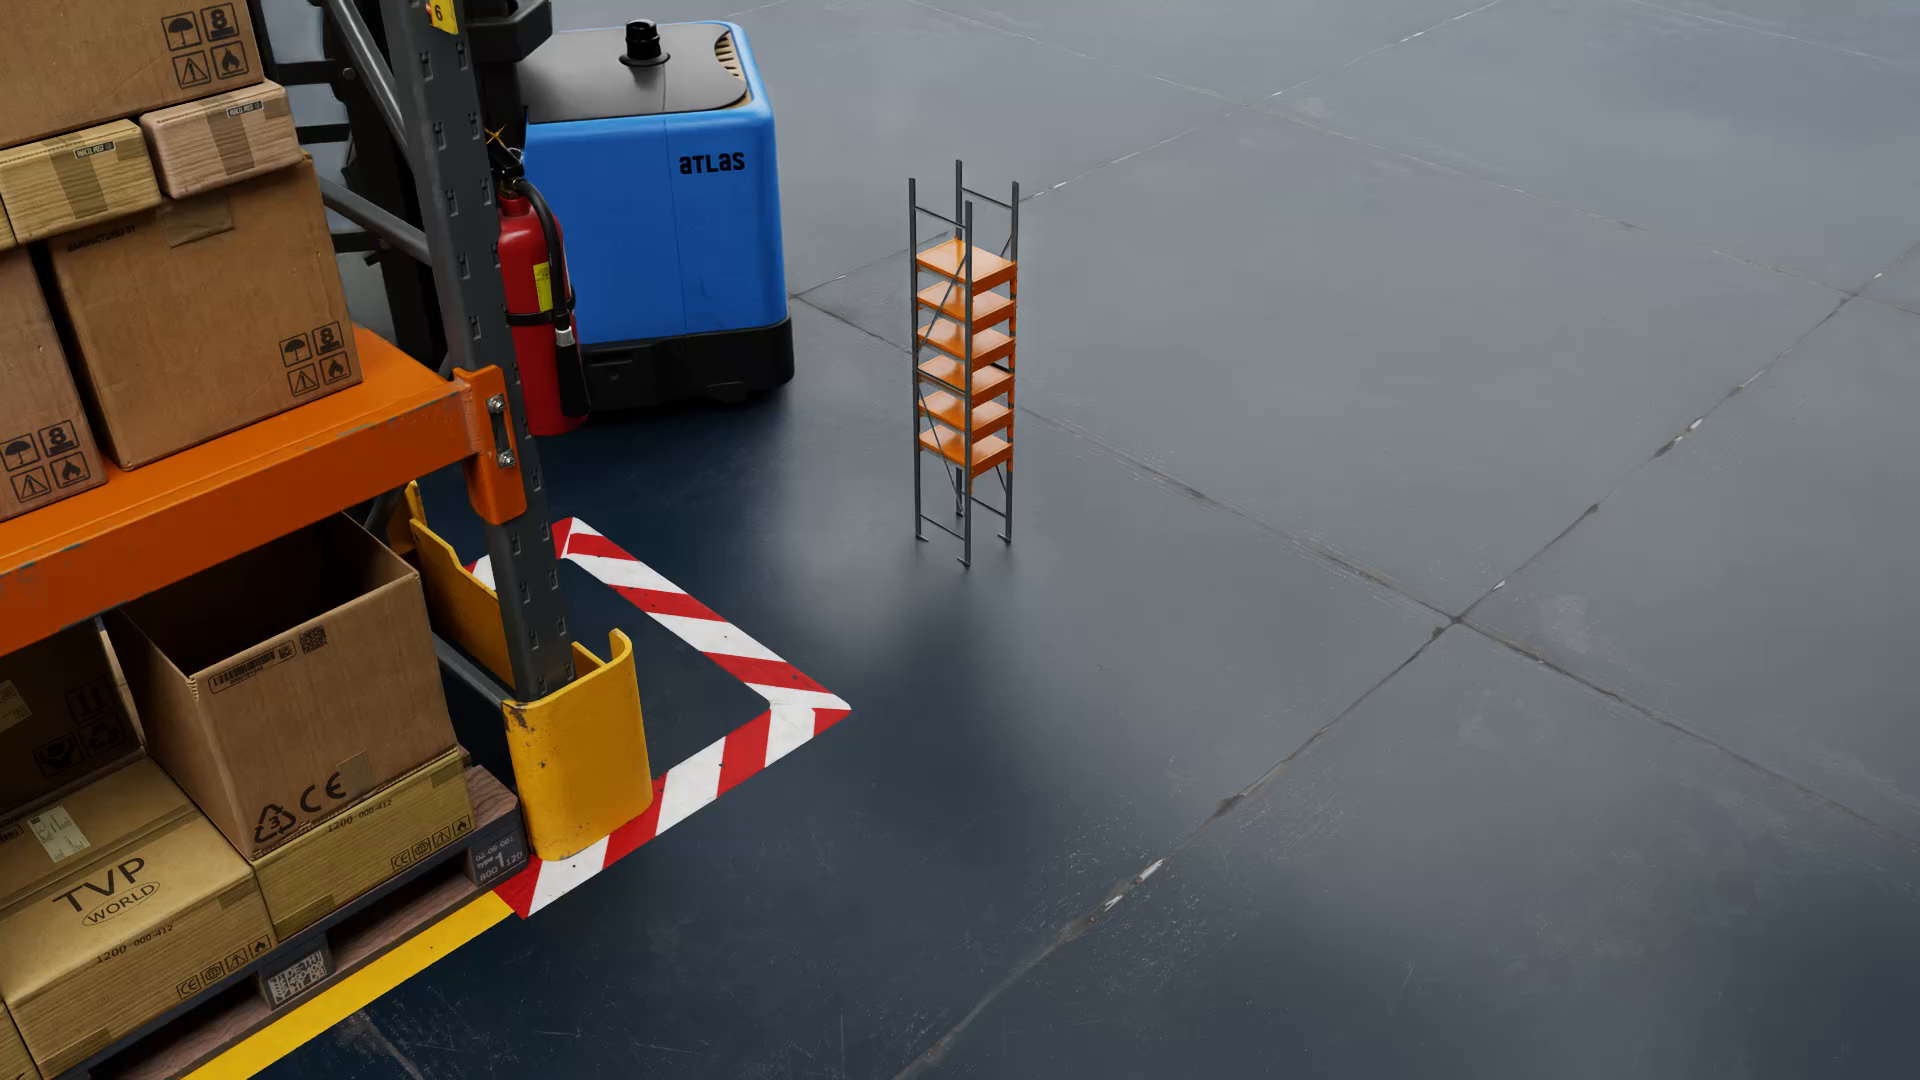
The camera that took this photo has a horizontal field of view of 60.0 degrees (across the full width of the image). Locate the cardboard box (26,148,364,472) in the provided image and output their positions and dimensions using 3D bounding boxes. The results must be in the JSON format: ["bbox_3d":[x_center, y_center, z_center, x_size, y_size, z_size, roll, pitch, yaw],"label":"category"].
[{"bbox_3d":[-1.654,-0.572,3.361,0.700,0.500,0.500,30,45,35],"label":"cardboard box"}]

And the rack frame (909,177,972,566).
[{"bbox_3d":[-0.054,-0.461,4.862,0.240,1.200,0.006,30,45,35],"label":"rack frame"}]

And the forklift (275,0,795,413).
[{"bbox_3d":[-2.166,-1.801,5.271,3.031,2.935,1.130,-7,36,-10],"label":"forklift"}]

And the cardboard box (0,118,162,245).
[{"bbox_3d":[-1.634,-0.684,2.954,0.250,0.149,0.380,-29,44,-35],"label":"cardboard box"}]

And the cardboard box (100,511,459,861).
[{"bbox_3d":[-1.483,0.270,3.621,0.500,0.500,0.500,30,45,35],"label":"cardboard box"}]

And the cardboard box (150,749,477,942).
[{"bbox_3d":[-1.485,0.577,3.837,0.500,0.250,0.500,30,45,35],"label":"cardboard box"}]

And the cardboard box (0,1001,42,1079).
[{"bbox_3d":[-2.179,0.988,3.247,0.500,0.250,0.500,30,45,35],"label":"cardboard box"}]

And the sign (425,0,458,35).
[{"bbox_3d":[-0.941,-1.063,2.933,0.100,0.325,0.005,30,45,35],"label":"sign"}]

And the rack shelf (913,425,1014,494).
[{"bbox_3d":[0.010,-0.265,5.078,0.258,0.103,0.180,30,45,35],"label":"rack shelf"}]

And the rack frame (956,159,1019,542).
[{"bbox_3d":[0.075,-0.535,4.968,0.240,1.200,0.006,30,45,35],"label":"rack frame"}]

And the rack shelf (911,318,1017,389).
[{"bbox_3d":[0.010,-0.560,4.872,0.258,0.103,0.180,30,45,35],"label":"rack shelf"}]

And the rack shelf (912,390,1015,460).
[{"bbox_3d":[0.010,-0.363,5.009,0.258,0.103,0.180,30,45,35],"label":"rack shelf"}]

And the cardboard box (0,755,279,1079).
[{"bbox_3d":[-1.828,0.785,3.539,0.500,0.250,0.500,30,45,35],"label":"cardboard box"}]

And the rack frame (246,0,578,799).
[{"bbox_3d":[-1.317,-0.715,3.654,1.000,3.000,0.127,30,45,35],"label":"rack frame"}]

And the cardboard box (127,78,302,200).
[{"bbox_3d":[-1.450,-0.791,3.107,0.380,0.149,0.250,29,44,35],"label":"cardboard box"}]

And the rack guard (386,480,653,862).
[{"bbox_3d":[-1.300,0.300,4.383,1.175,0.500,0.348,30,45,35],"label":"rack guard"}]

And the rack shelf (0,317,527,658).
[{"bbox_3d":[-2.726,0.391,2.695,1.077,0.370,4.000,30,45,35],"label":"rack shelf"}]

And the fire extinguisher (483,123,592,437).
[{"bbox_3d":[-0.904,-0.545,3.476,0.296,0.674,0.183,30,45,35],"label":"fire extinguisher"}]

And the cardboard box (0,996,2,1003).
[{"bbox_3d":[-2.177,0.682,3.031,0.500,0.500,0.500,30,45,35],"label":"cardboard box"}]

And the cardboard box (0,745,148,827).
[{"bbox_3d":[-2.202,0.573,3.843,0.500,0.250,0.500,30,45,35],"label":"cardboard box"}]

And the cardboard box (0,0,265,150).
[{"bbox_3d":[-1.692,-1.083,2.959,0.500,0.500,0.700,-30,45,-35],"label":"cardboard box"}]

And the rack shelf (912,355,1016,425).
[{"bbox_3d":[0.010,-0.462,4.941,0.258,0.103,0.180,30,45,35],"label":"rack shelf"}]

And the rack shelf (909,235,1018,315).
[{"bbox_3d":[0.010,-0.757,4.735,0.258,0.103,0.180,30,45,35],"label":"rack shelf"}]

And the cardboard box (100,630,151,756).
[{"bbox_3d":[-1.852,0.368,4.137,0.500,0.250,0.500,30,45,35],"label":"cardboard box"}]

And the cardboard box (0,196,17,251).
[{"bbox_3d":[-1.814,-0.580,2.805,0.380,0.149,0.250,29,44,35],"label":"cardboard box"}]

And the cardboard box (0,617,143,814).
[{"bbox_3d":[-2.203,0.264,3.630,0.500,0.500,0.500,30,45,35],"label":"cardboard box"}]

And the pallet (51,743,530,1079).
[{"bbox_3d":[-1.826,0.756,3.982,1.003,0.211,1.213,30,45,35],"label":"pallet"}]

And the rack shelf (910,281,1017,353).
[{"bbox_3d":[0.010,-0.658,4.803,0.258,0.103,0.180,30,45,35],"label":"rack shelf"}]

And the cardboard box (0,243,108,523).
[{"bbox_3d":[-2.021,-0.357,3.052,0.500,0.500,0.700,-29,44,-35],"label":"cardboard box"}]

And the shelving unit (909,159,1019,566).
[{"bbox_3d":[0.010,-0.498,4.915,0.258,1.200,0.189,30,45,35],"label":"shelving unit"}]
